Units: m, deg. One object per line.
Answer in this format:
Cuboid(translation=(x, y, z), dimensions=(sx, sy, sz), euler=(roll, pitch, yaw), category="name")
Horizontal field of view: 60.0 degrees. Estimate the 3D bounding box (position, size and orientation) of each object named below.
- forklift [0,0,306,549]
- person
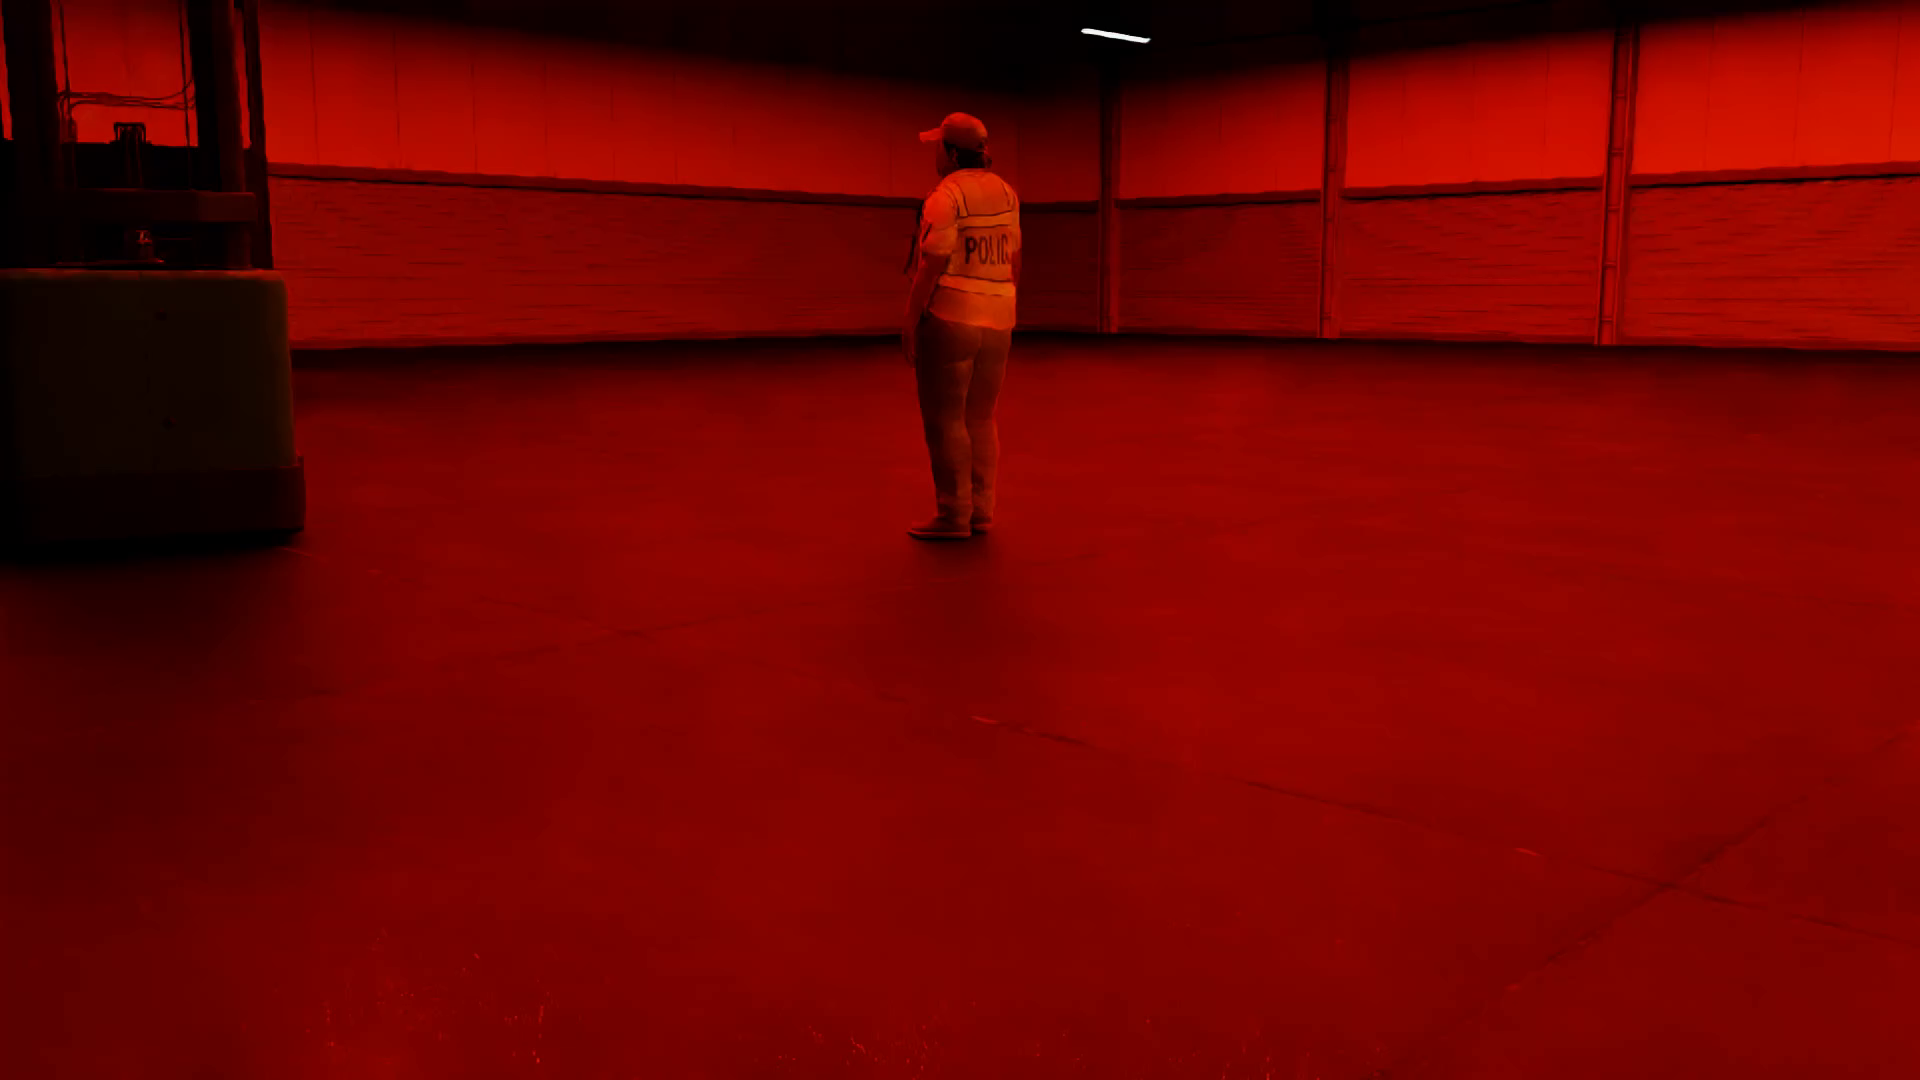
Cuboid(translation=(-3.716, -1.597, 7.479), dimensions=(1.130, 2.935, 3.031), euler=(-4, 10, -26), category="forklift")
Cuboid(translation=(-0.039, -0.842, 6.661), dimensions=(0.529, 1.669, 0.598), euler=(8, 12, 43), category="person")
